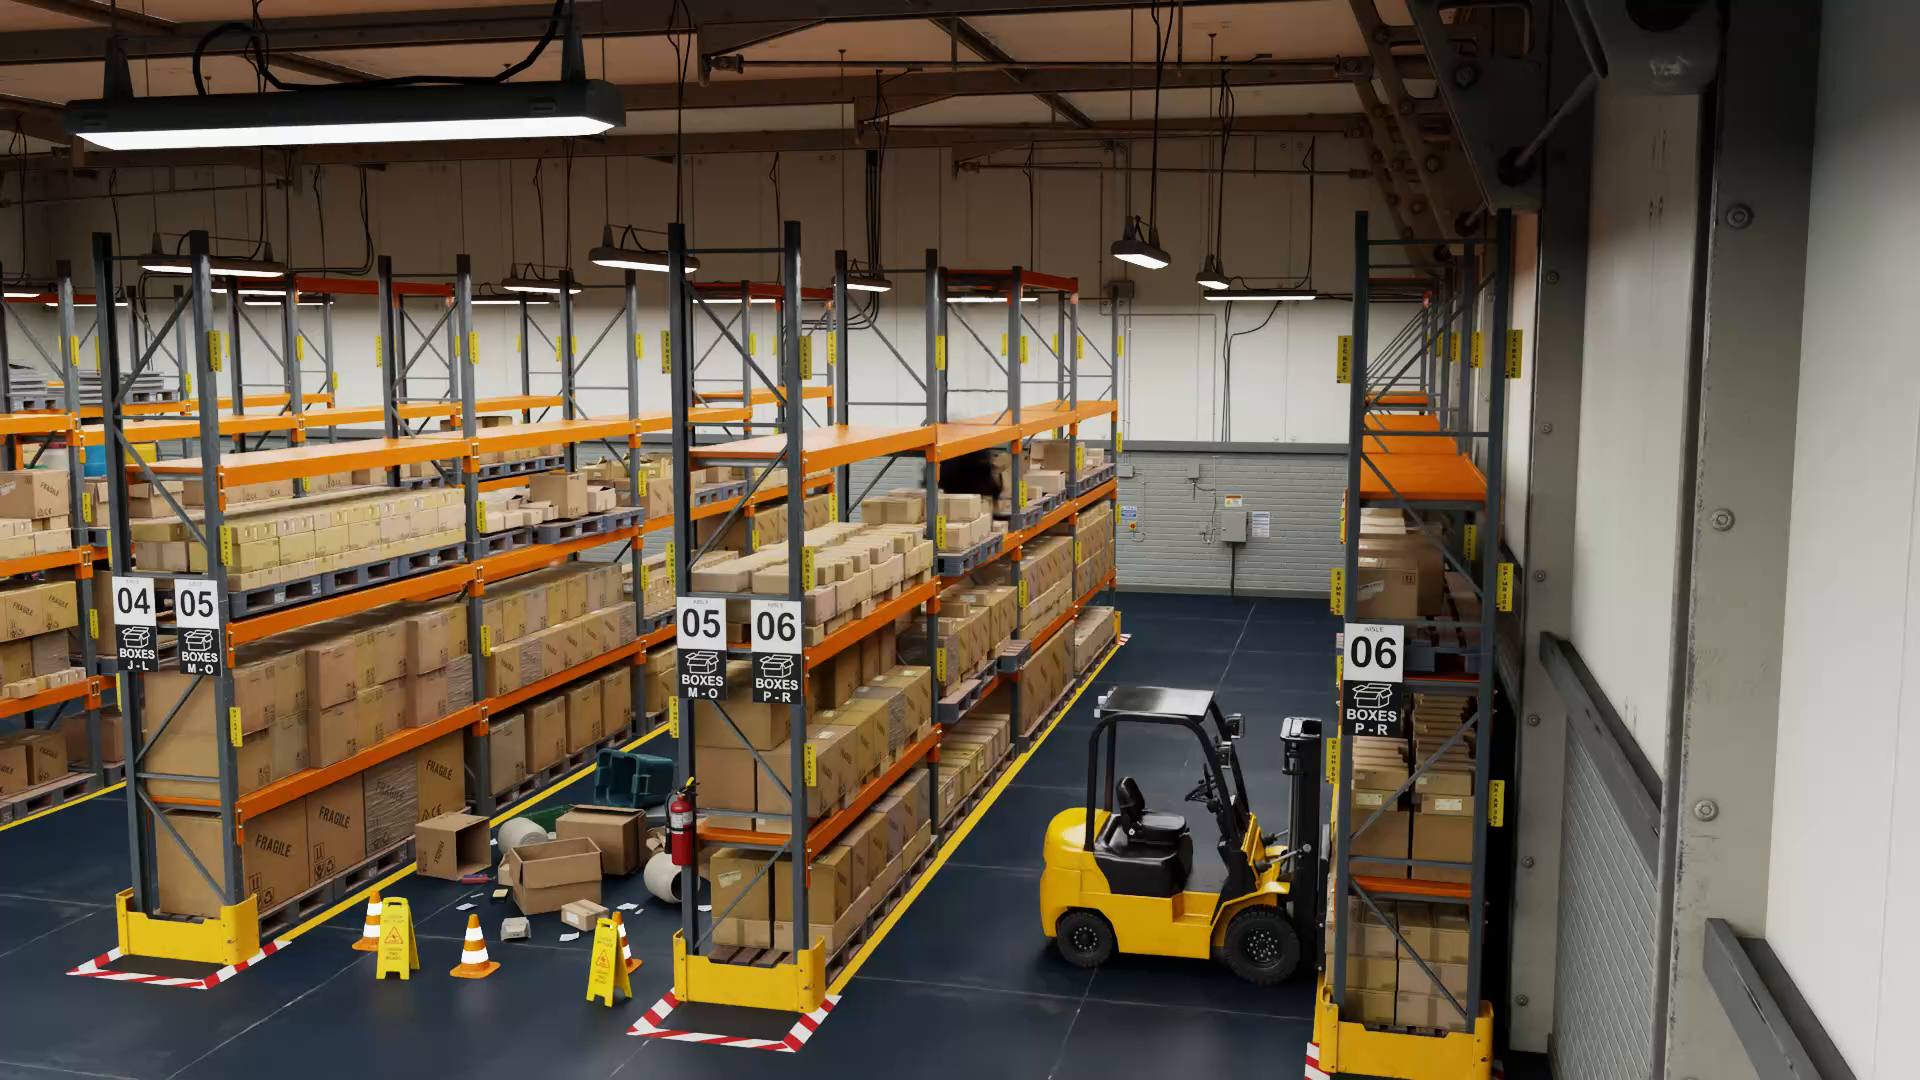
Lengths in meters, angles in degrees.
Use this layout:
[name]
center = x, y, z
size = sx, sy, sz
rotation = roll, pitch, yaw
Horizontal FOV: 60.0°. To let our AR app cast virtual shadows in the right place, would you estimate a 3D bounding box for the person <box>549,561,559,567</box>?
[person]
center = -6.234, 1.182, 25.802
size = 0.624, 1.736, 1.120
rotation = 0, 7, 3
